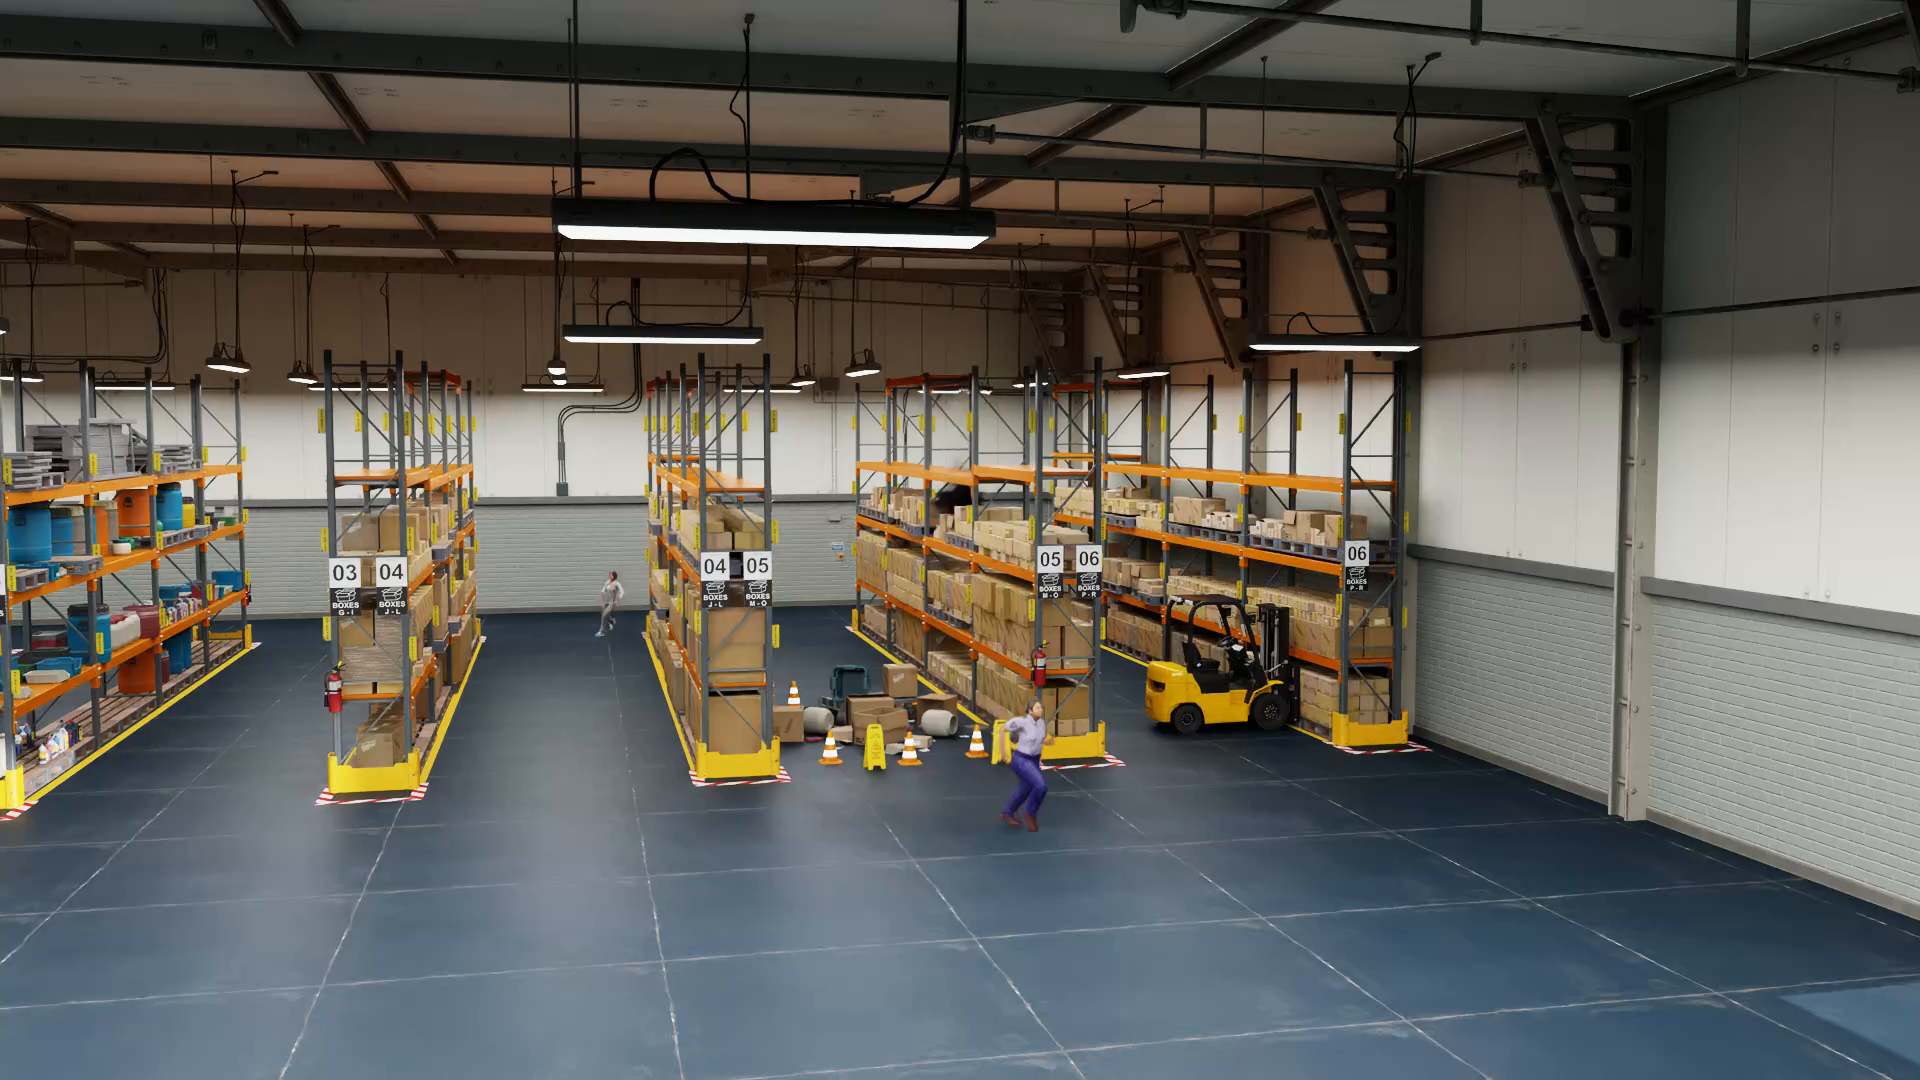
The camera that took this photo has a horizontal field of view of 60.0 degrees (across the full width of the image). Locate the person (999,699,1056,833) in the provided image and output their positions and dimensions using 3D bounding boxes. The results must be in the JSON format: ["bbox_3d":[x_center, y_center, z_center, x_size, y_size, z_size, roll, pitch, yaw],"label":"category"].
[{"bbox_3d":[0.818,2.770,20.461,0.796,1.632,0.630,3,5,37],"label":"person"}]

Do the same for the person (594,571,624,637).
[{"bbox_3d":[-8.236,1.497,39.280,0.598,1.540,0.743,2,4,26],"label":"person"}]
